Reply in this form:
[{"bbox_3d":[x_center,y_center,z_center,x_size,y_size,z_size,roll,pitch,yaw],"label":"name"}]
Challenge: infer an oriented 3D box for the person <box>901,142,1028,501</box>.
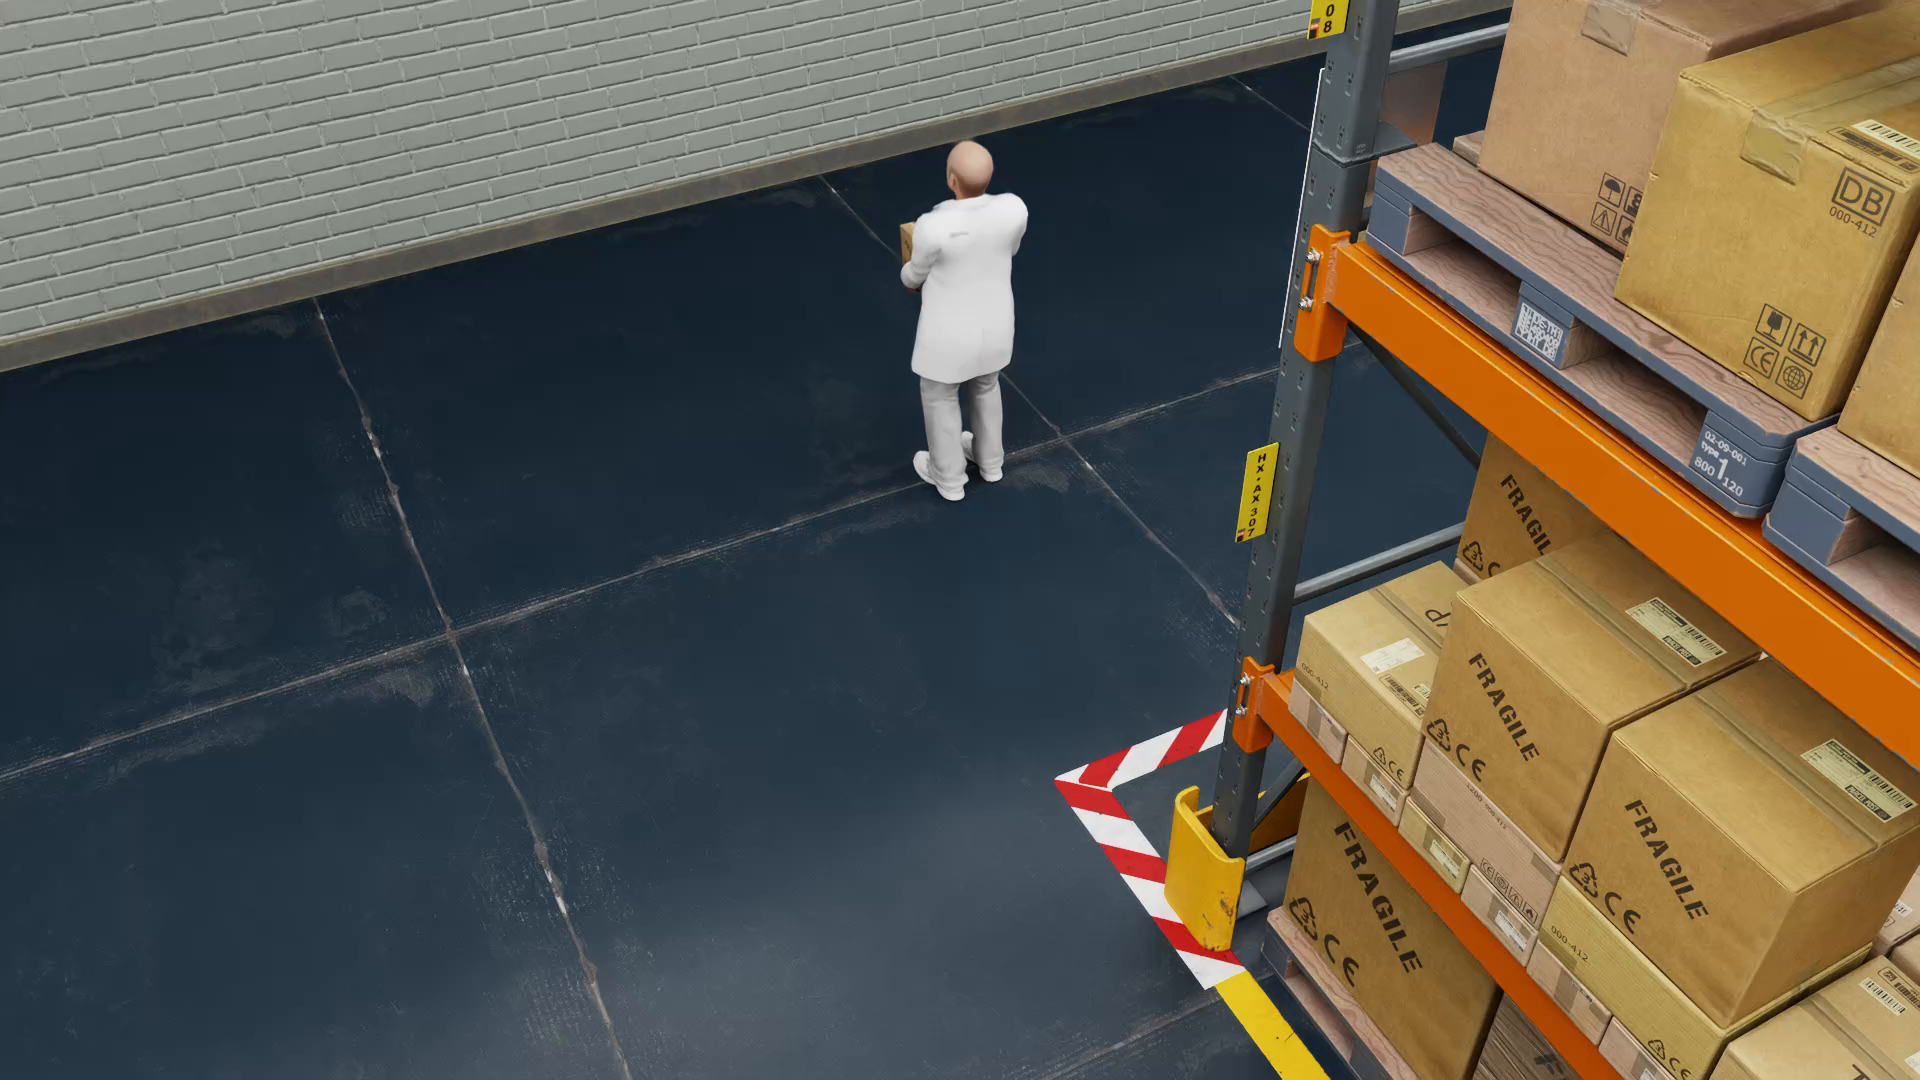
[{"bbox_3d":[-0.020,-1.015,7.354,0.528,1.770,0.555,-18,44,-20],"label":"person"}]
